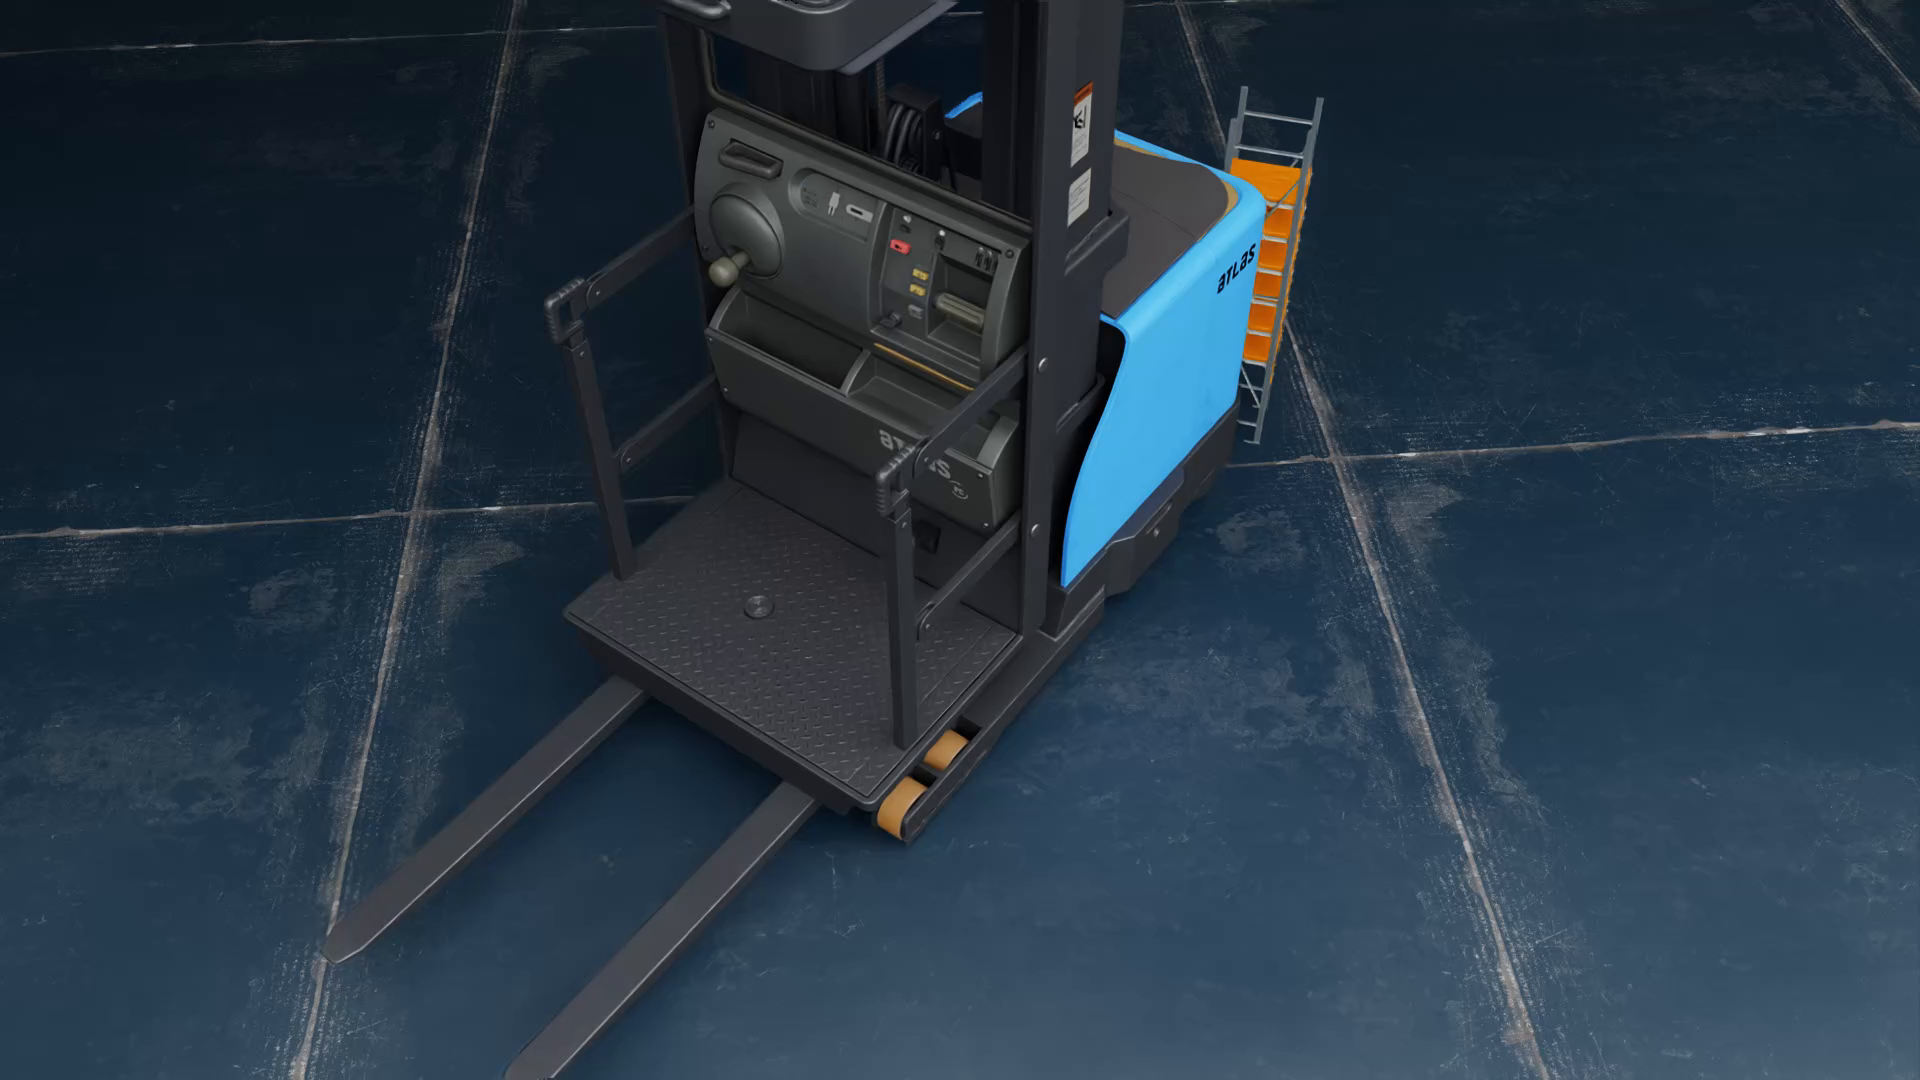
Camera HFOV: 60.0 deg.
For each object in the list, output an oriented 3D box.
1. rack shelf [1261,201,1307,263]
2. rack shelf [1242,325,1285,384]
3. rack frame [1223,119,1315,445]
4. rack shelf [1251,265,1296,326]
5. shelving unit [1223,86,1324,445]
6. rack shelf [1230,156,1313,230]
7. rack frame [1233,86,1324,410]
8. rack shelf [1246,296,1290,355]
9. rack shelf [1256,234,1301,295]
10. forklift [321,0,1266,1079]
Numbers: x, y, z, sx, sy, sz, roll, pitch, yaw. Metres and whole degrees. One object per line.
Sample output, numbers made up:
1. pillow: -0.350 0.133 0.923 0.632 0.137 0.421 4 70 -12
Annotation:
1. rack shelf: 0.910 -0.957 5.060 0.258 0.103 0.180 12 47 11
2. rack shelf: 0.910 -0.625 5.407 0.258 0.103 0.180 12 47 11
3. rack frame: 0.884 -0.758 5.141 0.240 1.200 0.006 12 47 11
4. rack shelf: 0.910 -0.791 5.234 0.258 0.103 0.180 12 47 11
5. shelving unit: 0.910 -0.822 5.201 0.258 1.200 0.189 12 47 11
6. rack shelf: 0.910 -1.040 4.973 0.258 0.103 0.180 12 47 11
7. rack frame: 0.936 -0.885 5.262 0.240 1.200 0.006 12 47 11
8. rack shelf: 0.910 -0.708 5.320 0.258 0.103 0.180 12 47 11
9. rack shelf: 0.910 -0.874 5.147 0.258 0.103 0.180 12 47 11
10. forklift: -0.384 -0.610 3.809 1.130 2.935 3.031 28 53 24
